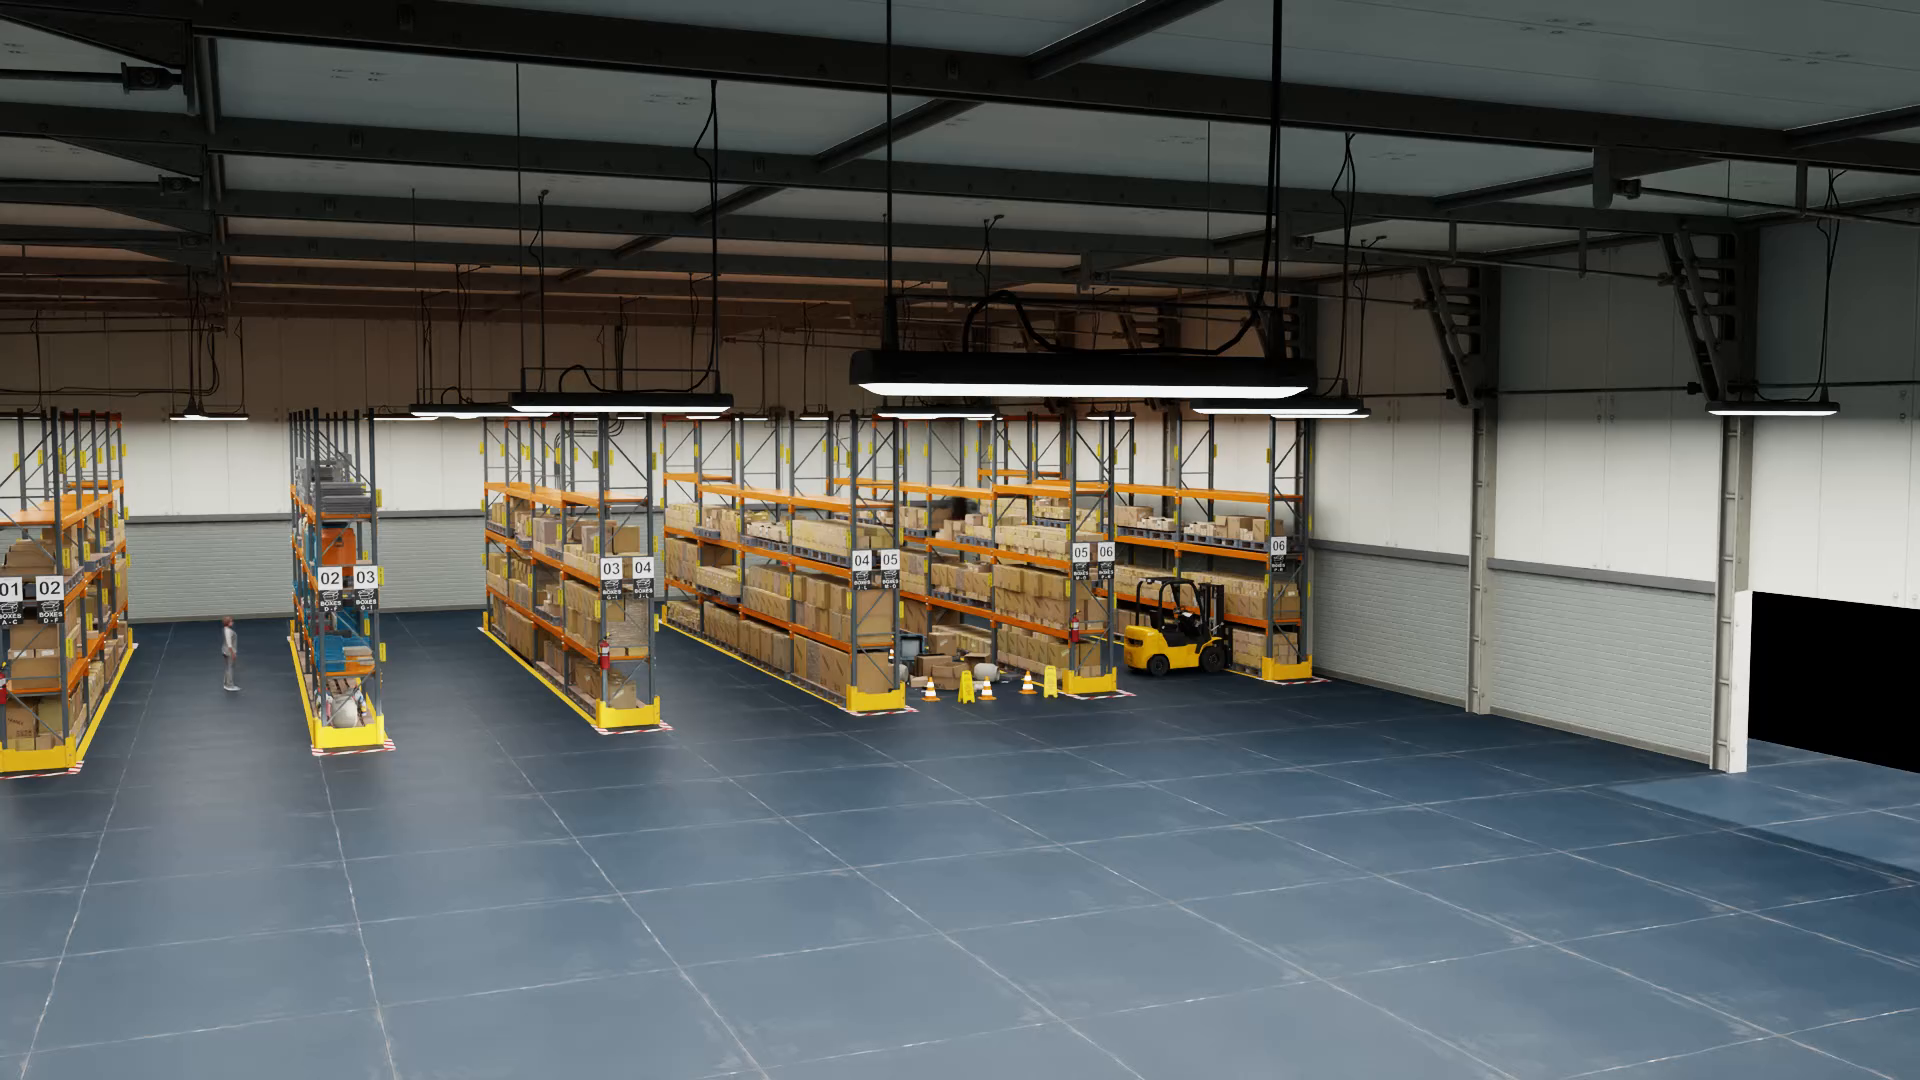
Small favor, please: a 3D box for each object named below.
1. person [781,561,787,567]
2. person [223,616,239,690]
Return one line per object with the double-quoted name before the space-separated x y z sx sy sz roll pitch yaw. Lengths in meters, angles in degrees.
"person" -5.073 1.471 47.859 0.563 1.803 0.408 3 5 35
"person" -15.624 2.437 35.625 0.309 1.633 0.444 -3 5 -38
